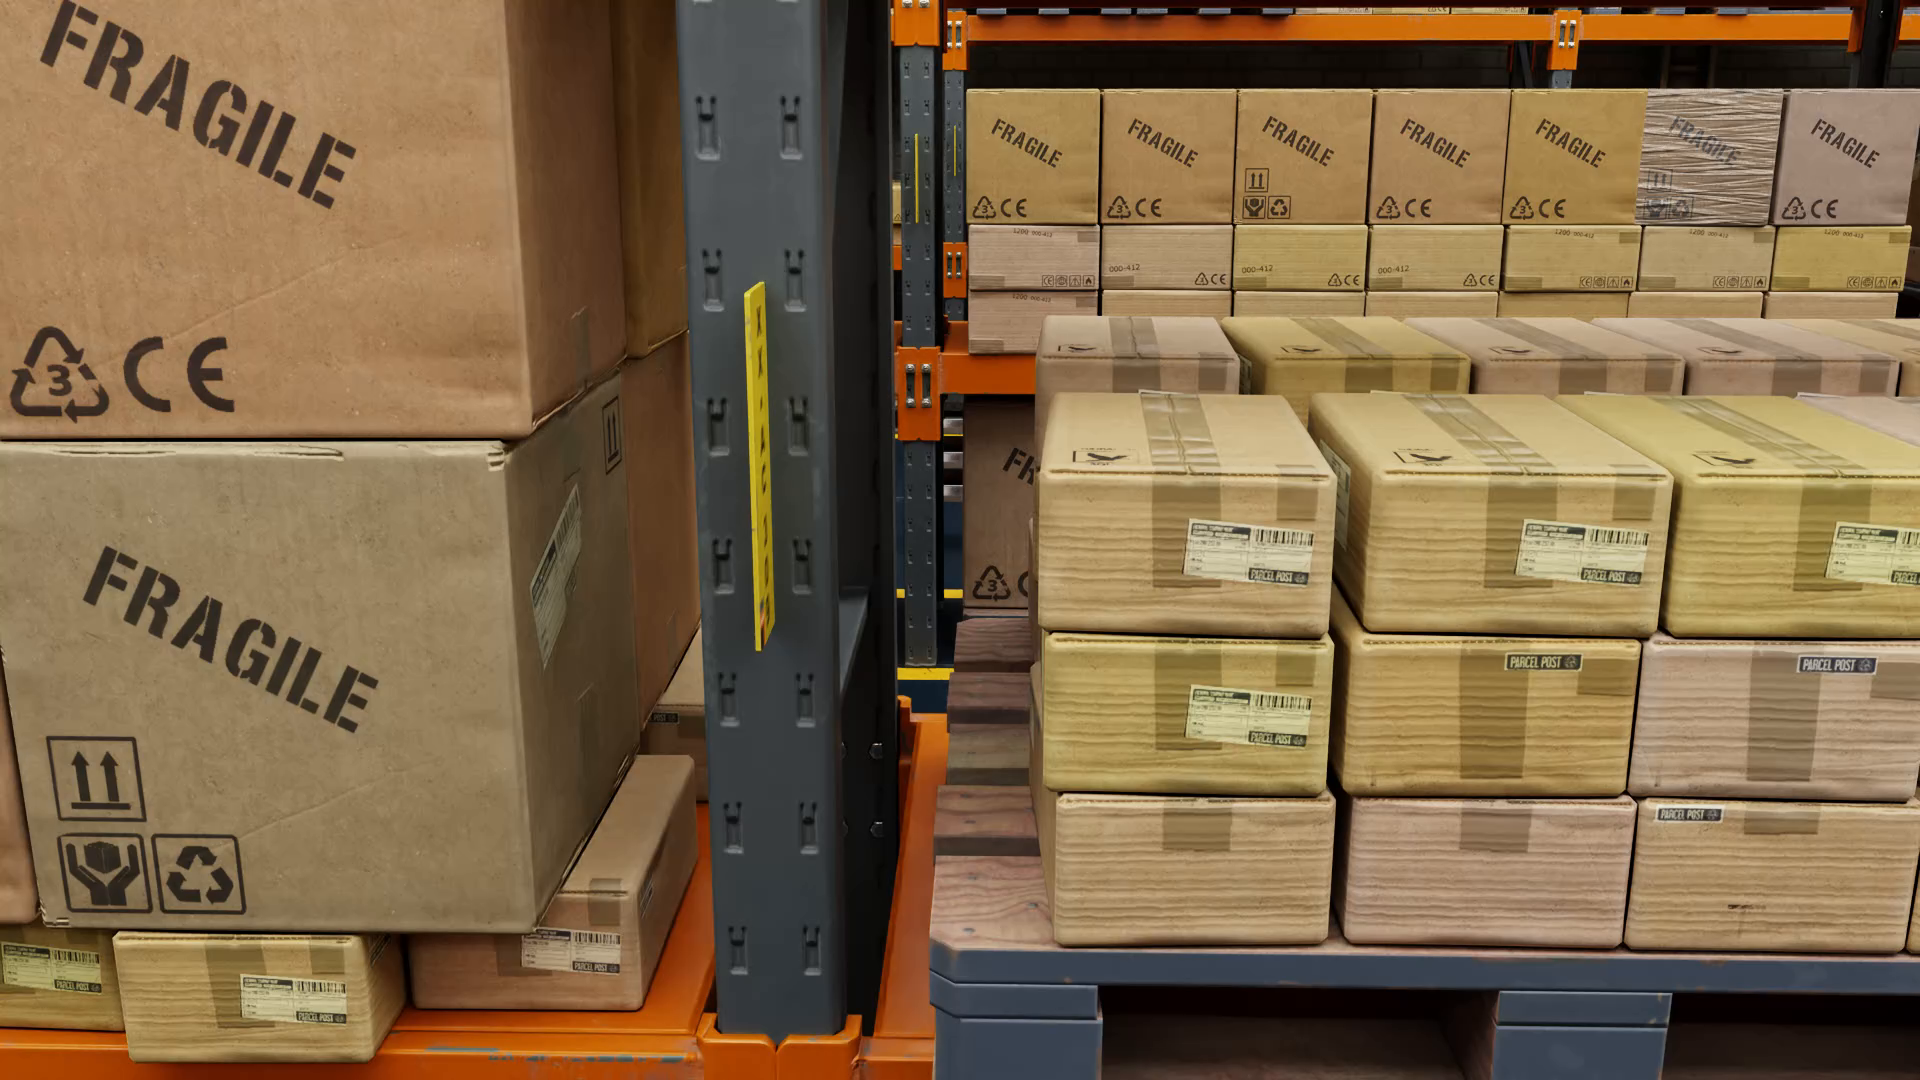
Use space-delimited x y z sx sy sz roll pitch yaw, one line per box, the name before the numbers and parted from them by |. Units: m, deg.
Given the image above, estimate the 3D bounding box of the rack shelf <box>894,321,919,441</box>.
rack shelf | -2.149 -0.715 7.080 4.000 0.370 1.077 0 15 1

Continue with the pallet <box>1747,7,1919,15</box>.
pallet | 5.770 -3.660 11.324 1.213 0.211 1.003 1 15 4

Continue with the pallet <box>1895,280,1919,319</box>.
pallet | 4.564 -0.953 6.950 1.003 0.211 1.213 0 15 1

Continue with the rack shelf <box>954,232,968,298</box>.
rack shelf | 1.972 -1.955 11.779 4.000 0.370 1.077 0 15 1

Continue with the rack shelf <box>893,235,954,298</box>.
rack shelf | -2.026 -1.981 11.878 4.000 0.370 1.077 0 15 1

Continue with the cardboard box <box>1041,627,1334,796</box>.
cardboard box | 0.207 0.108 1.638 0.250 0.149 0.380 1 15 2

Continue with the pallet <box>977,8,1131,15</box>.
pallet | 0.623 -3.653 11.294 1.003 0.211 1.213 0 15 1

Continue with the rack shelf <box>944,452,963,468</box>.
rack shelf | -0.008 -0.403 8.734 0.200 0.077 0.258 0 15 1

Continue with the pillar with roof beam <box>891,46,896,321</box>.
pillar with roof beam | -0.810 -4.353 7.699 0.400 9.000 9.100 0 15 1

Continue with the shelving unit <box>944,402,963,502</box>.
shelving unit | -0.008 -0.435 8.725 0.210 0.900 0.258 0 15 1

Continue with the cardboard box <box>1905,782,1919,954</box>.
cardboard box | 0.985 0.256 1.658 0.250 0.149 0.380 1 15 2

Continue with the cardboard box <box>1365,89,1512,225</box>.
cardboard box | 1.810 -1.503 6.503 0.500 0.500 0.500 0 15 1

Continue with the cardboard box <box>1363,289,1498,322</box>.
cardboard box | 1.812 -0.891 6.631 0.500 0.250 0.500 0 15 1

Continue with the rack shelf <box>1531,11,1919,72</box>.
rack shelf | 5.971 -3.379 11.298 4.000 0.370 1.077 0 15 1

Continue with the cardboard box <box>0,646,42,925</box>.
cardboard box | -1.185 0.086 1.854 0.500 0.500 0.500 0 15 0

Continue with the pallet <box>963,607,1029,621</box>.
pallet | 0.623 0.284 7.348 1.213 0.211 1.003 0 15 1

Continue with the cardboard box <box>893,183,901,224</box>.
cardboard box | -0.542 -2.328 11.495 0.500 0.250 0.500 1 15 3

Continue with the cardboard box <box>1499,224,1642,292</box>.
cardboard box | 2.333 -1.132 6.564 0.500 0.250 0.500 0 15 0

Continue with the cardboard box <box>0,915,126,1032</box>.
cardboard box | -0.993 0.402 1.930 0.250 0.149 0.380 1 15 4

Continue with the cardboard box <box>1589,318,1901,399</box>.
cardboard box | 1.020 -0.198 2.213 0.250 0.149 0.380 0 15 1

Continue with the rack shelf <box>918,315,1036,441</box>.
rack shelf | 1.849 -0.689 6.981 4.000 0.370 1.077 0 15 1

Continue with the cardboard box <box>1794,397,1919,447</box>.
cardboard box | 0.991 -0.031 1.582 0.250 0.149 0.380 0 15 1

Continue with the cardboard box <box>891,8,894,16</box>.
cardboard box | -0.394 -3.572 11.110 0.250 0.149 0.380 0 15 1

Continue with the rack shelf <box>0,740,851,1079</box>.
rack shelf | -2.175 0.548 2.293 4.000 0.370 1.077 0 15 1

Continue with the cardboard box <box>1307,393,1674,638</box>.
cardboard box | 0.486 -0.036 1.599 0.250 0.149 0.380 1 15 3

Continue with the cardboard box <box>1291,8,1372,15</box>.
cardboard box | 2.450 -3.615 11.076 0.500 0.250 0.500 0 15 1

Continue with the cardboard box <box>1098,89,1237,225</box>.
cardboard box | 0.792 -1.509 6.524 0.500 0.500 0.500 0 15 1

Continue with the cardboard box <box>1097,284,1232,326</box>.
cardboard box | 0.800 -0.904 6.681 0.500 0.250 0.500 0 15 0

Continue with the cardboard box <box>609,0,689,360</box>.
cardboard box | -0.620 -0.527 2.220 0.500 0.500 0.500 1 15 3

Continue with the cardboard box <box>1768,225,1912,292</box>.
cardboard box | 3.358 -1.131 6.562 0.500 0.250 0.500 0 15 1

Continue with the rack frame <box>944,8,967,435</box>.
rack frame | -0.027 -2.316 11.737 0.127 3.000 1.000 0 15 1

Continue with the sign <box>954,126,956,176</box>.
sign | -0.033 -2.596 11.102 0.005 0.325 0.100 0 15 1

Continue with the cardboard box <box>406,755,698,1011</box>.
cardboard box | -0.467 0.393 1.965 0.250 0.149 0.380 0 15 1

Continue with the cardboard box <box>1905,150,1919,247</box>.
cardboard box | 4.310 -1.487 6.993 0.500 0.500 0.500 0 15 0

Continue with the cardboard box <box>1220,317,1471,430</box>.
cardboard box | 0.500 -0.202 2.227 0.250 0.149 0.380 0 15 0

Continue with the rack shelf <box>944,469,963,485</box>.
rack shelf | -0.008 -0.316 8.757 0.200 0.077 0.258 0 15 1

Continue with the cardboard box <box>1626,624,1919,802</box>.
cardboard box | 0.724 0.110 1.627 0.250 0.149 0.380 1 15 3

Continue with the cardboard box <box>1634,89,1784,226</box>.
cardboard box | 2.812 -1.493 6.464 0.500 0.500 0.500 1 15 2

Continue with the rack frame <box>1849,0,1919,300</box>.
rack frame | 3.849 -1.024 6.840 0.127 3.000 1.000 0 15 1

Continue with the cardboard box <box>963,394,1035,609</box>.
cardboard box | 0.472 -0.242 7.218 0.875 0.875 0.875 1 15 3

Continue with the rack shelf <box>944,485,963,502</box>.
rack shelf | -0.008 -0.229 8.780 0.200 0.077 0.258 0 15 1

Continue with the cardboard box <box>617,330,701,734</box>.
cardboard box | -0.664 -0.046 2.357 0.500 0.500 0.500 0 15 0

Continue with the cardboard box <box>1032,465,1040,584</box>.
cardboard box | 0.227 -0.060 2.273 0.250 0.149 0.380 1 15 3

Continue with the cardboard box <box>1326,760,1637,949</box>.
cardboard box | 0.484 0.252 1.675 0.250 0.149 0.380 1 15 2

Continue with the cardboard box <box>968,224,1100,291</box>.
cardboard box | 0.283 -1.144 6.611 0.500 0.250 0.500 0 15 0

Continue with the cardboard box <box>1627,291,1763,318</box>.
cardboard box | 2.825 -0.888 6.618 0.500 0.250 0.500 1 15 2

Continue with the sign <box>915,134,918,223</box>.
sign | -0.163 -1.365 6.282 0.005 0.325 0.100 0 15 1

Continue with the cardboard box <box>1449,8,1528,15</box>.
cardboard box | 3.452 -3.609 11.053 0.500 0.250 0.500 0 15 0

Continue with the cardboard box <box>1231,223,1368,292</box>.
cardboard box | 1.308 -1.138 6.587 0.500 0.250 0.500 1 15 2
